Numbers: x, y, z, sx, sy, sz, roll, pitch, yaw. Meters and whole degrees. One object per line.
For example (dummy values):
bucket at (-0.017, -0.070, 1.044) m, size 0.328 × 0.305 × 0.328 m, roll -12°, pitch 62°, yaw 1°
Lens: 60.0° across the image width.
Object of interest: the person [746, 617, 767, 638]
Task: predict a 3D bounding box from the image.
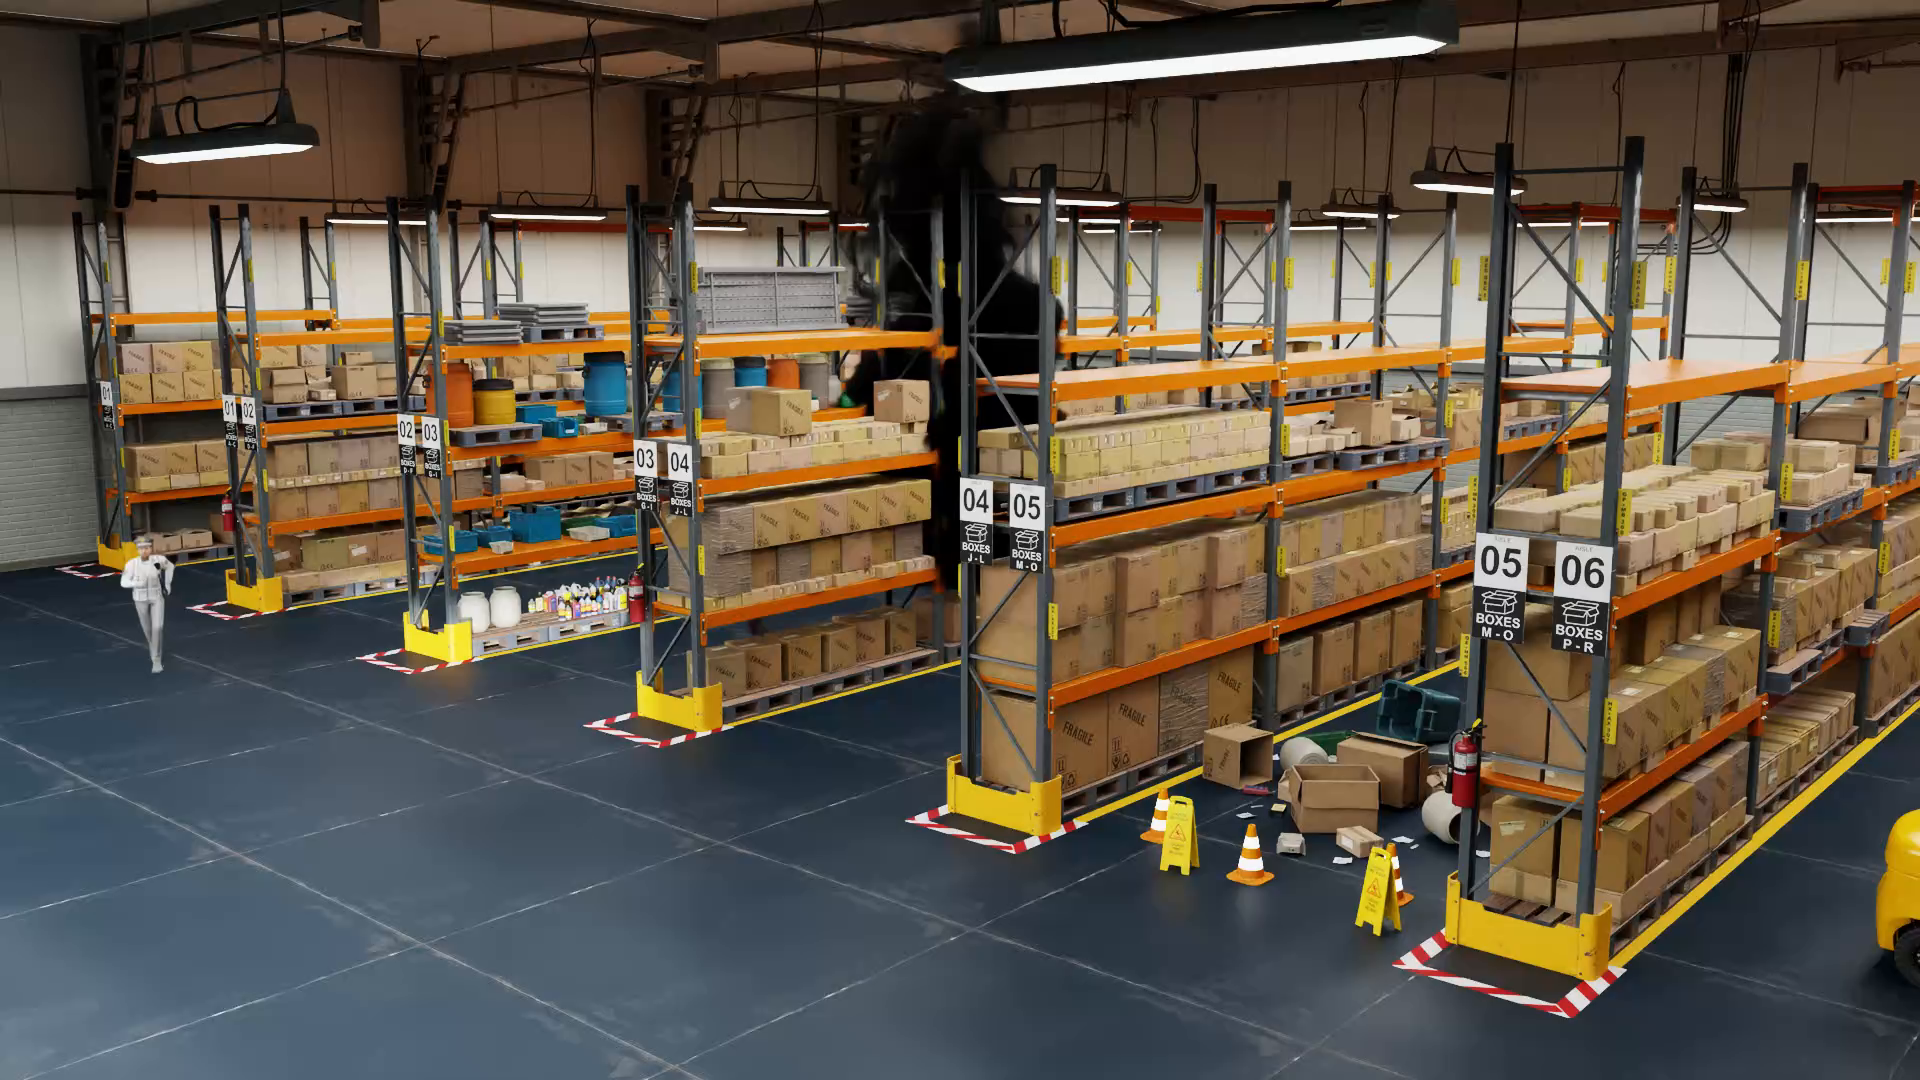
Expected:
person at (-2.810, 0.623, 22.368) m, size 0.637 × 1.763 × 0.710 m, roll 6°, pitch 11°, yaw 31°

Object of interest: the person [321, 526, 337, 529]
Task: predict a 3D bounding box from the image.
person at (-10.639, -0.332, 27.945) m, size 0.637 × 1.814 × 0.711 m, roll 6°, pitch 11°, yaw 32°

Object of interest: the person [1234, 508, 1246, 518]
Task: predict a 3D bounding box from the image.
person at (4.093, 0.360, 24.272) m, size 0.543 × 1.646 × 0.869 m, roll 6°, pitch 11°, yaw 33°

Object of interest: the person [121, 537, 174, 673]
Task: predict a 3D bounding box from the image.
person at (-10.464, 0.807, 21.423) m, size 0.559 × 1.750 × 0.875 m, roll -4°, pitch 10°, yaw -21°
